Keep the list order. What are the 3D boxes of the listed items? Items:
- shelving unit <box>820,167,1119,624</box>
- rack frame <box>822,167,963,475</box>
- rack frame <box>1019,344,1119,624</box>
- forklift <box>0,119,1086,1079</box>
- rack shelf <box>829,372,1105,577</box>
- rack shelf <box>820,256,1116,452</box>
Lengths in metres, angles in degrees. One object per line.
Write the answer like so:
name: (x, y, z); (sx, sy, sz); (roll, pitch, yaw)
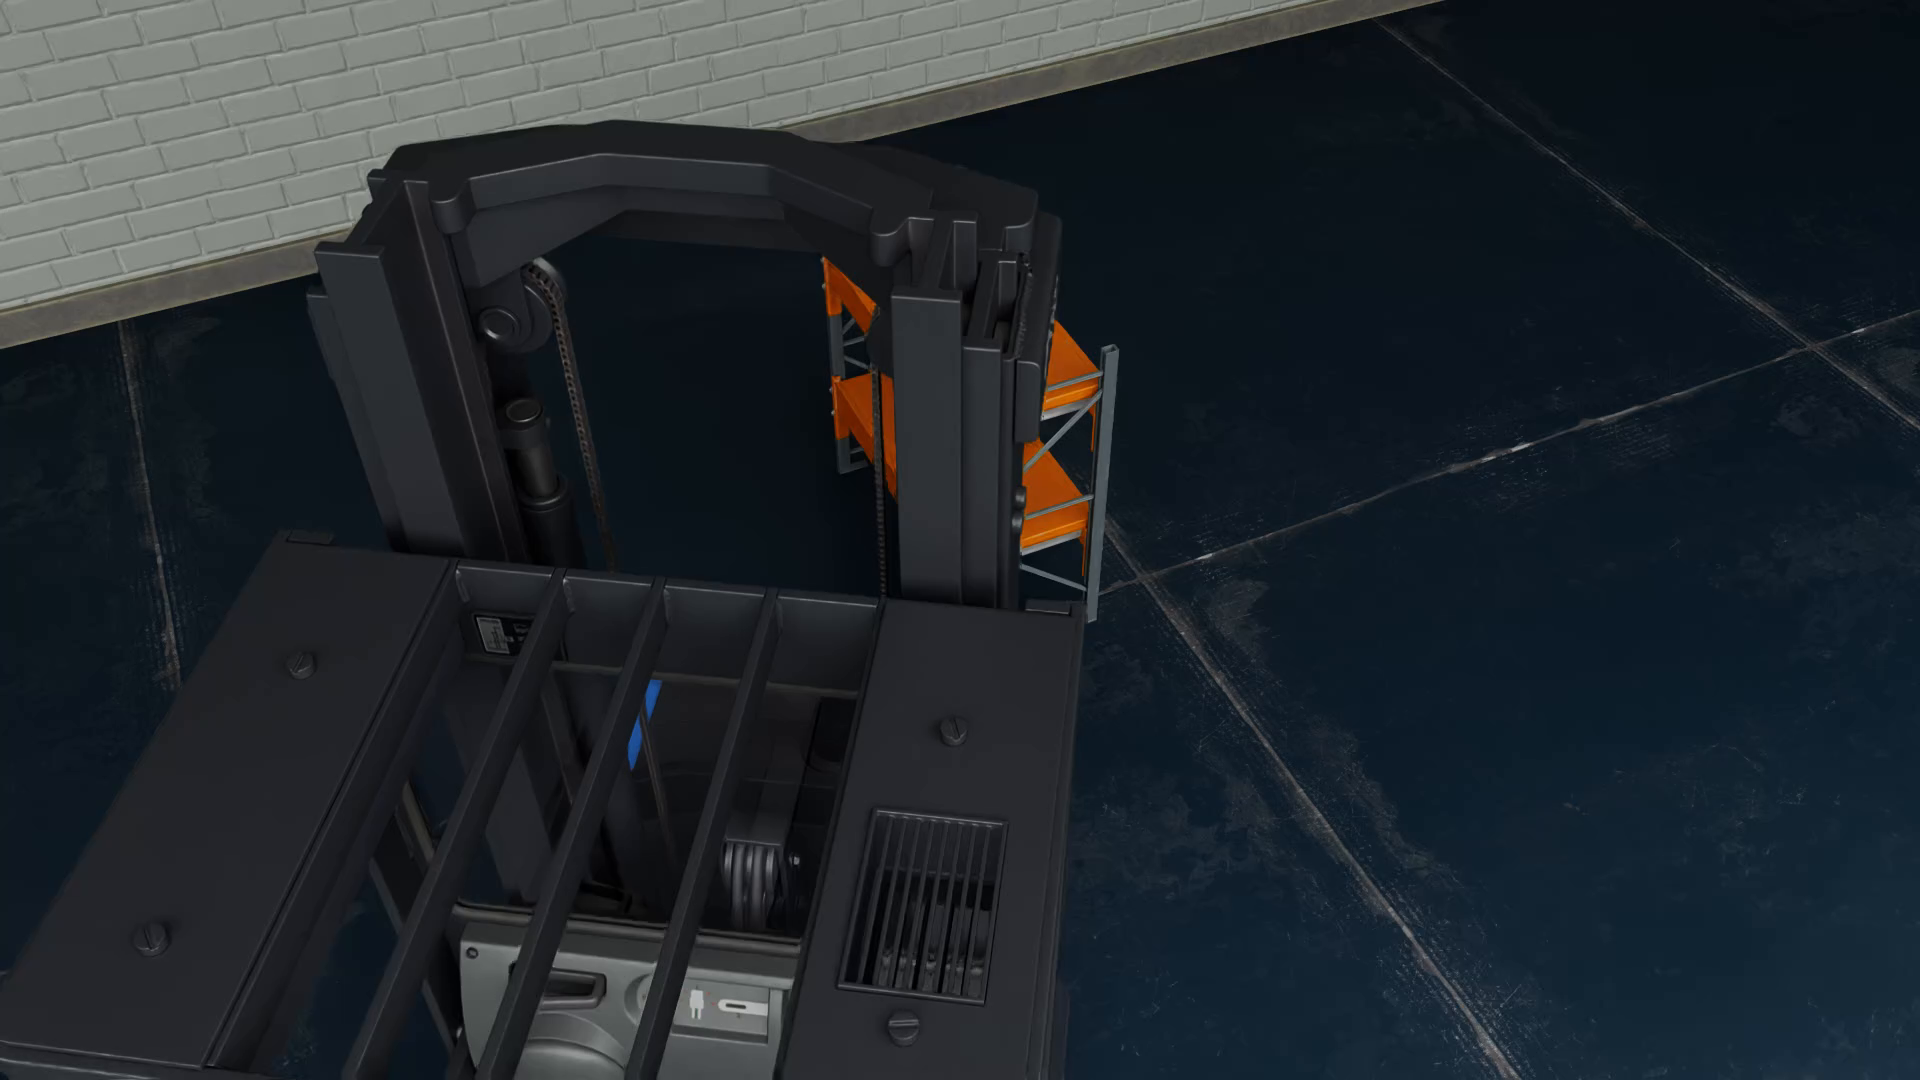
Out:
shelving unit: (0.003, -0.396, 5.351); (0.538, 1.125, 1.048); (-18, 47, -17)
rack frame: (-0.211, -0.720, 5.679); (0.500, 1.125, 0.032); (-18, 47, -17)
rack frame: (0.217, -0.072, 5.022); (0.500, 1.125, 0.032); (-18, 47, -17)
forklift: (-0.414, 0.977, 2.673); (1.130, 2.935, 3.031); (5, 45, 5)
rack shelf: (0.003, -0.222, 5.522); (0.538, 0.278, 1.000); (-18, 47, -17)
rack shelf: (0.003, -0.604, 5.145); (0.538, 0.278, 1.000); (-18, 47, -17)
